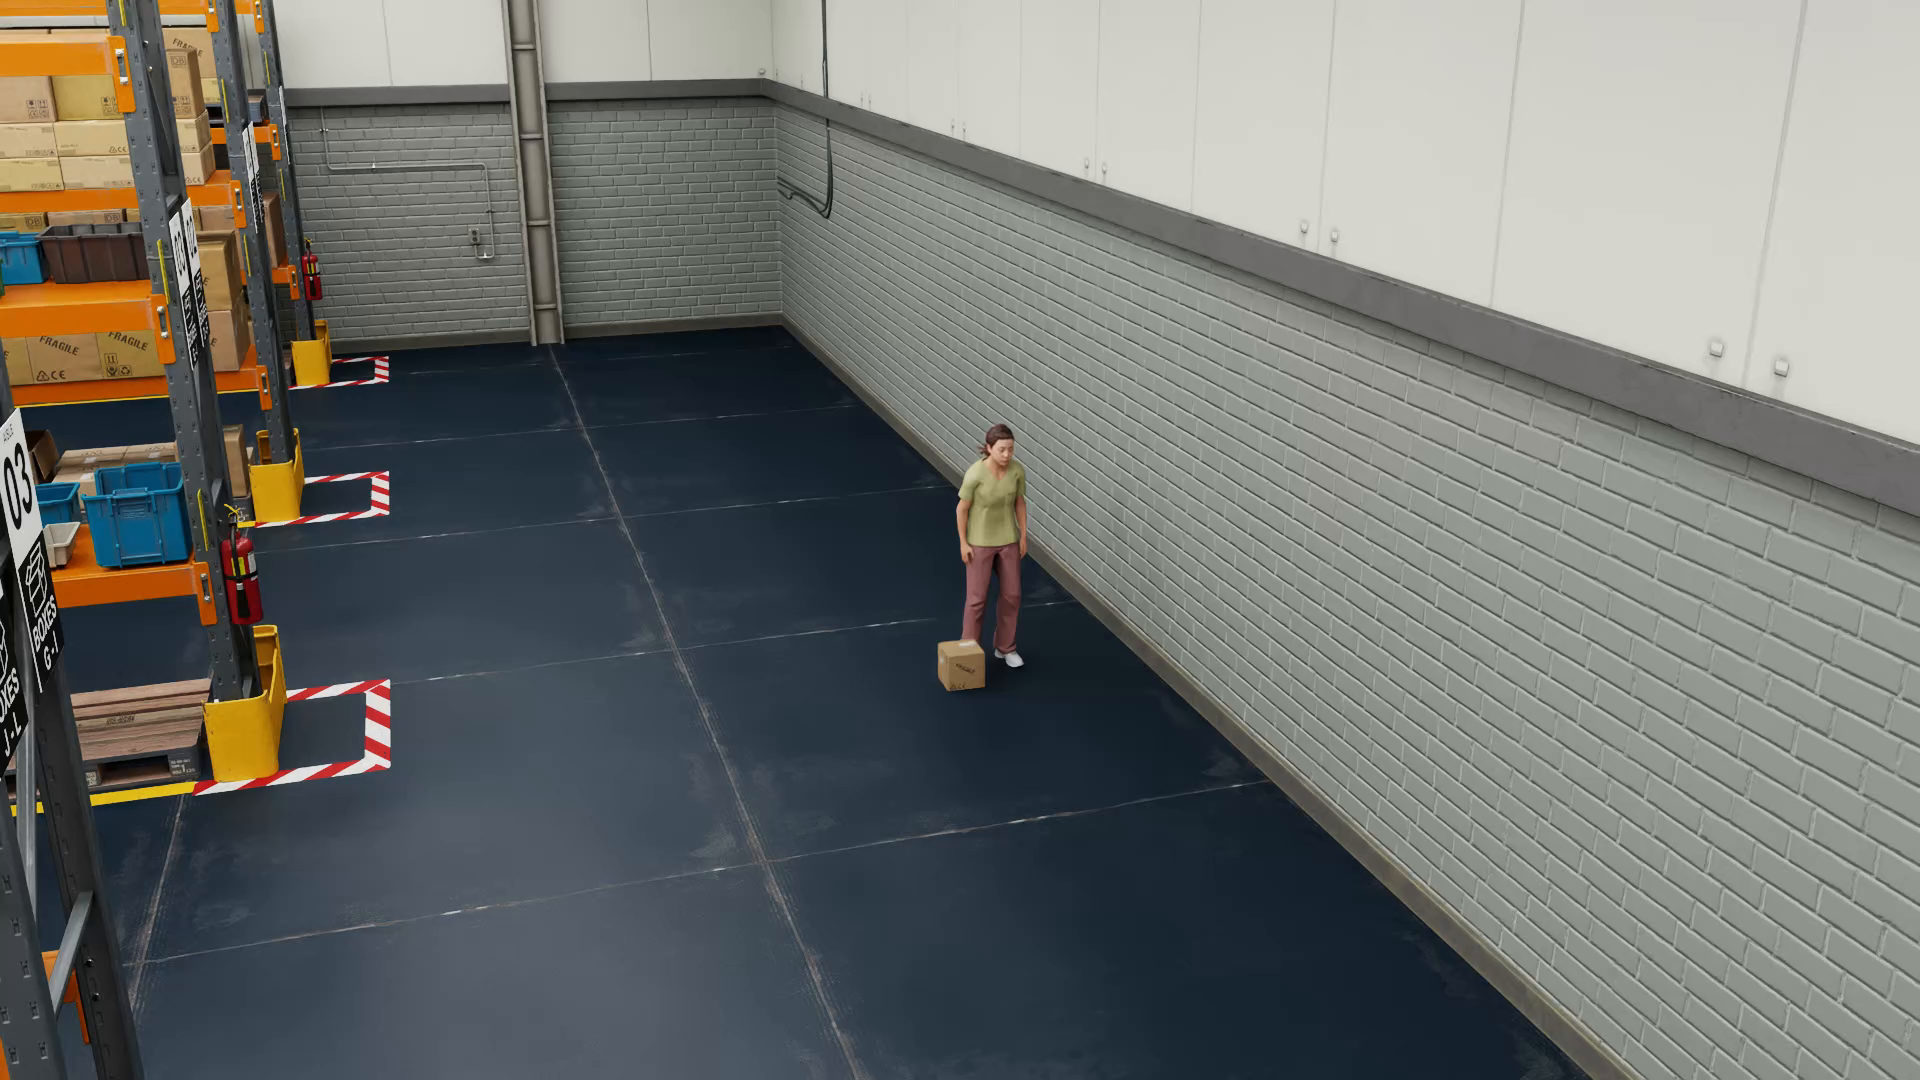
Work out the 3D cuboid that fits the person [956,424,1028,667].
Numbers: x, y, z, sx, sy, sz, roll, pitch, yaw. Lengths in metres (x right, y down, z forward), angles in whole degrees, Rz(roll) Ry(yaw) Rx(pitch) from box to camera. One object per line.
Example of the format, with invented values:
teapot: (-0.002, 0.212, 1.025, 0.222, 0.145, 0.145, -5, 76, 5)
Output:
person: (0.227, 0.037, 10.964, 0.499, 1.672, 0.360, -7, 20, -19)
